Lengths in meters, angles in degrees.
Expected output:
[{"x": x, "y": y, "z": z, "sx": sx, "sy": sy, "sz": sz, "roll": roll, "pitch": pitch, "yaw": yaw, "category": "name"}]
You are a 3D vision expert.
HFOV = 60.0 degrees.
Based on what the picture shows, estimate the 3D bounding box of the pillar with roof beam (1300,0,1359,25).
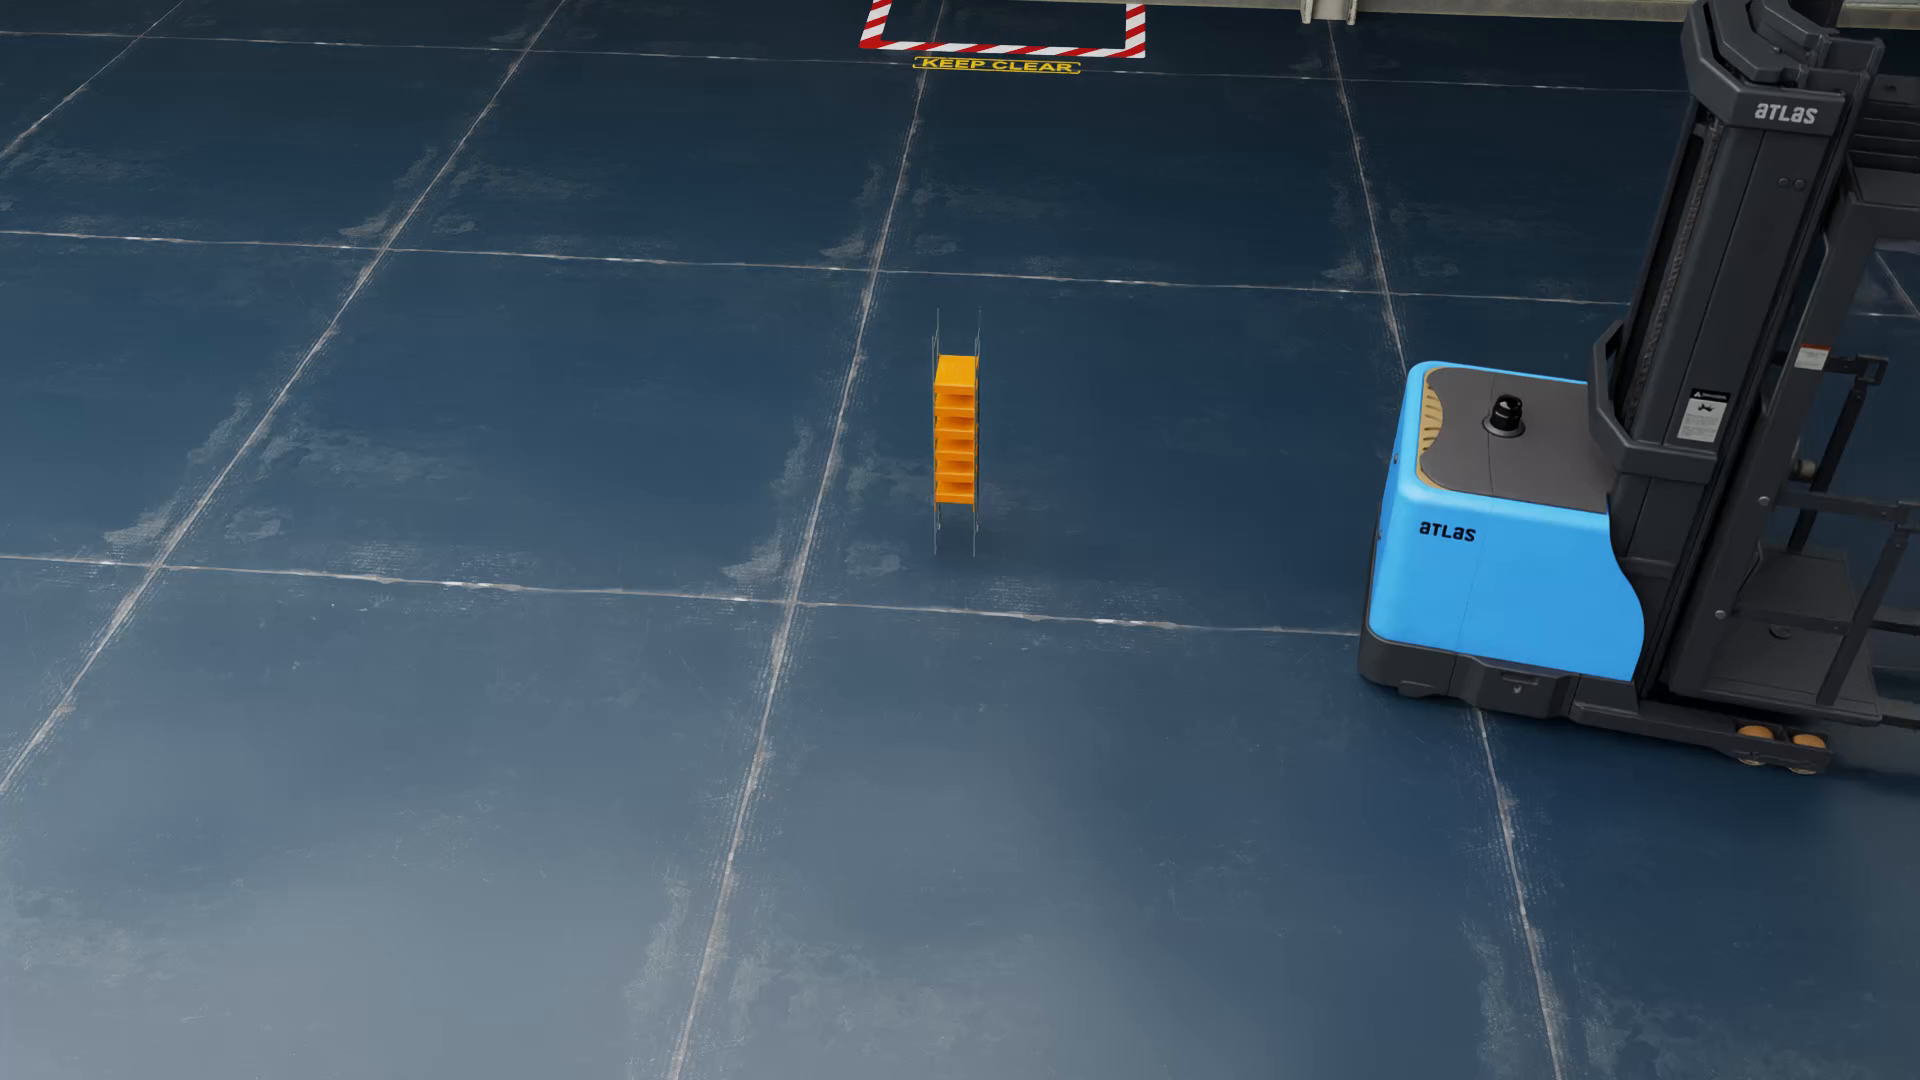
[{"x": 2.482, "y": -4.853, "z": 6.754, "sx": 0.400, "sy": 9.000, "sz": 9.100, "roll": 3, "pitch": 39, "yaw": 4, "category": "pillar with roof beam"}]

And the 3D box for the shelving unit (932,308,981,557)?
[{"x": -0.014, "y": -0.466, "z": 7.543, "sx": 0.189, "sy": 1.200, "sz": 0.258, "roll": 3, "pitch": 39, "yaw": 4, "category": "shelving unit"}]

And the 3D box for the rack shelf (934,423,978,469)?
[{"x": -0.014, "y": -0.432, "z": 7.571, "sx": 0.180, "sy": 0.103, "sz": 0.258, "roll": 3, "pitch": 39, "yaw": 4, "category": "rack shelf"}]

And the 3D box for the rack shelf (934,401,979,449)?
[{"x": -0.014, "y": -0.525, "z": 7.495, "sx": 0.180, "sy": 0.103, "sz": 0.258, "roll": 3, "pitch": 39, "yaw": 4, "category": "rack shelf"}]

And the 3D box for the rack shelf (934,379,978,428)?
[{"x": -0.014, "y": -0.618, "z": 7.419, "sx": 0.180, "sy": 0.103, "sz": 0.258, "roll": 3, "pitch": 39, "yaw": 4, "category": "rack shelf"}]

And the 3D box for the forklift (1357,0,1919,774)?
[{"x": 3.281, "y": -0.560, "z": 6.287, "sx": 3.031, "sy": 2.935, "sz": 1.130, "roll": 10, "pitch": 40, "yaw": 12, "category": "forklift"}]

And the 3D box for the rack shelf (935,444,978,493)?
[{"x": -0.014, "y": -0.339, "z": 7.646, "sx": 0.180, "sy": 0.103, "sz": 0.258, "roll": 3, "pitch": 39, "yaw": 4, "category": "rack shelf"}]

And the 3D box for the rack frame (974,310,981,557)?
[{"x": 0.077, "y": -0.461, "z": 7.537, "sx": 0.006, "sy": 1.200, "sz": 0.240, "roll": 3, "pitch": 39, "yaw": 4, "category": "rack frame"}]

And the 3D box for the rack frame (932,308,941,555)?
[{"x": -0.106, "y": -0.471, "z": 7.549, "sx": 0.006, "sy": 1.200, "sz": 0.240, "roll": 3, "pitch": 39, "yaw": 4, "category": "rack frame"}]

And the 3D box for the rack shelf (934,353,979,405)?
[{"x": -0.014, "y": -0.711, "z": 7.343, "sx": 0.180, "sy": 0.103, "sz": 0.258, "roll": 3, "pitch": 39, "yaw": 4, "category": "rack shelf"}]

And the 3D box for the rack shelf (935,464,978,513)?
[{"x": -0.014, "y": -0.246, "z": 7.722, "sx": 0.180, "sy": 0.103, "sz": 0.258, "roll": 3, "pitch": 39, "yaw": 4, "category": "rack shelf"}]
